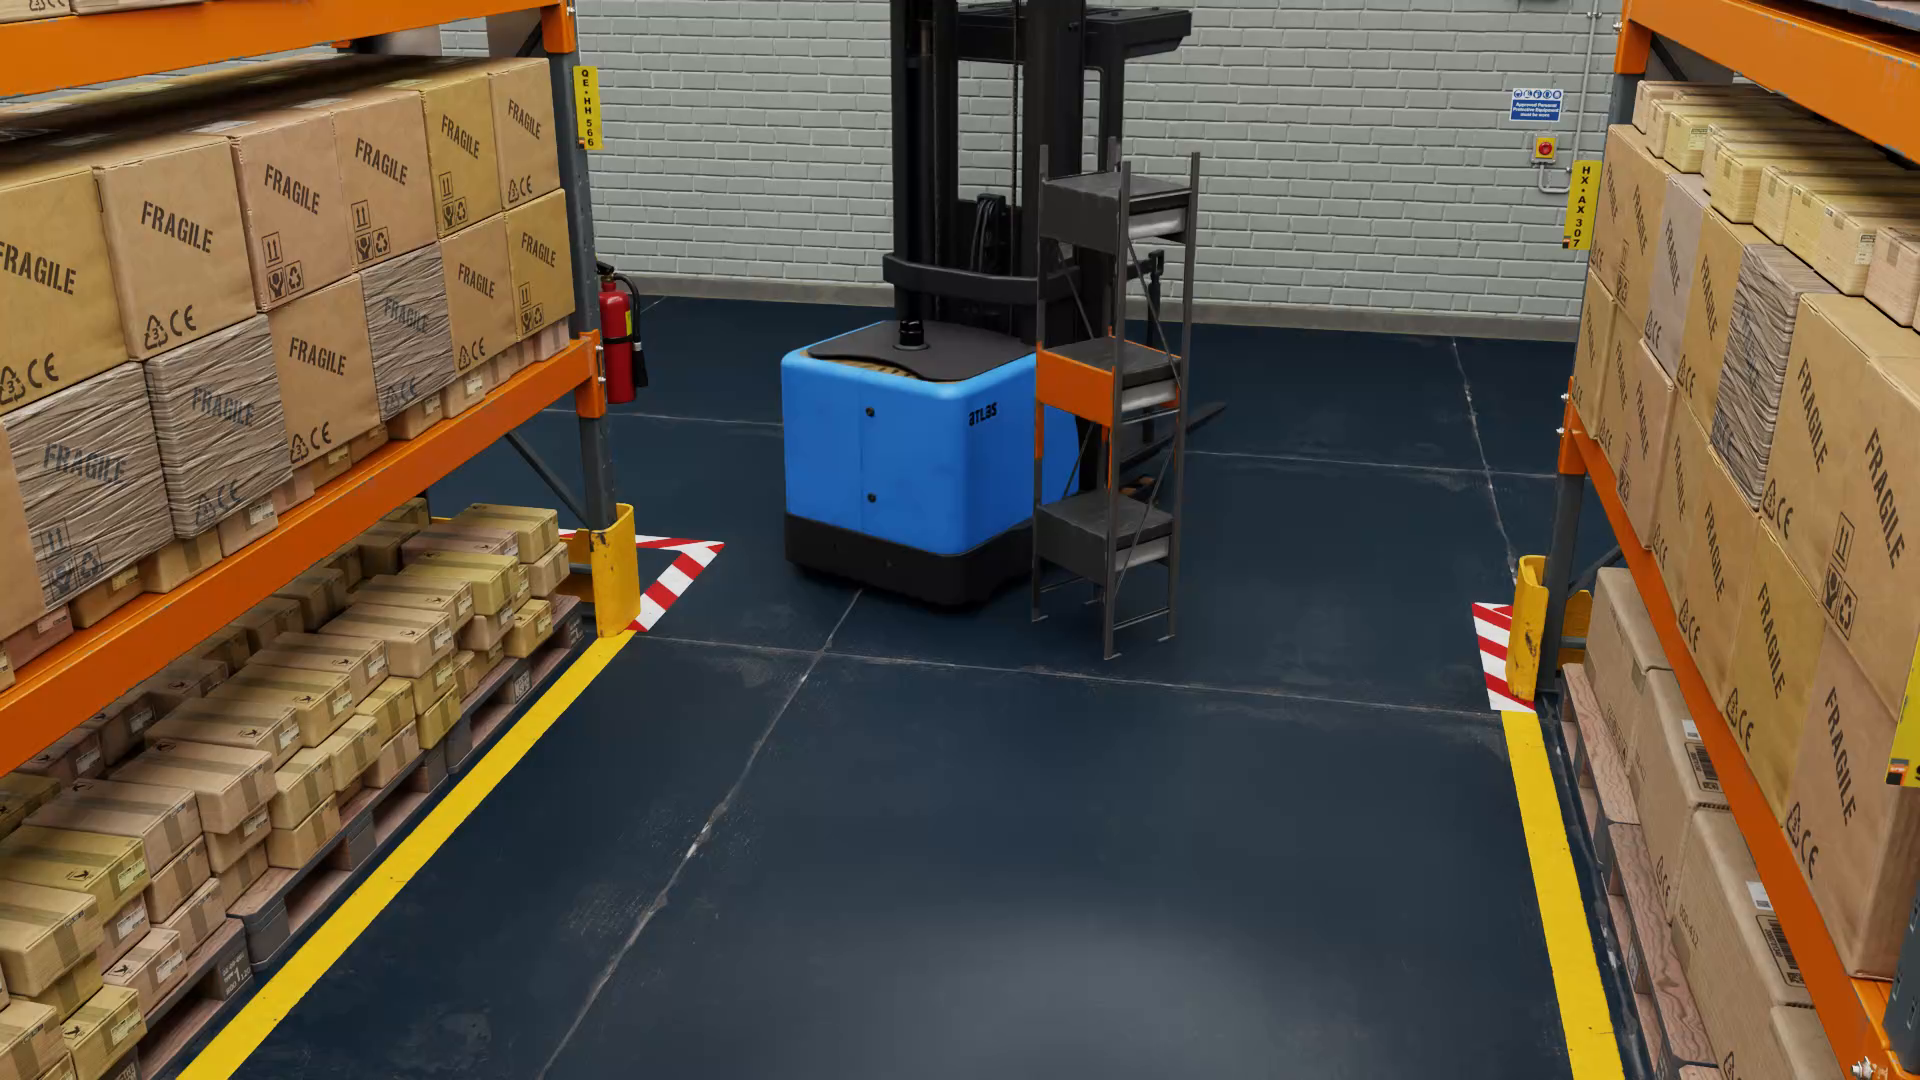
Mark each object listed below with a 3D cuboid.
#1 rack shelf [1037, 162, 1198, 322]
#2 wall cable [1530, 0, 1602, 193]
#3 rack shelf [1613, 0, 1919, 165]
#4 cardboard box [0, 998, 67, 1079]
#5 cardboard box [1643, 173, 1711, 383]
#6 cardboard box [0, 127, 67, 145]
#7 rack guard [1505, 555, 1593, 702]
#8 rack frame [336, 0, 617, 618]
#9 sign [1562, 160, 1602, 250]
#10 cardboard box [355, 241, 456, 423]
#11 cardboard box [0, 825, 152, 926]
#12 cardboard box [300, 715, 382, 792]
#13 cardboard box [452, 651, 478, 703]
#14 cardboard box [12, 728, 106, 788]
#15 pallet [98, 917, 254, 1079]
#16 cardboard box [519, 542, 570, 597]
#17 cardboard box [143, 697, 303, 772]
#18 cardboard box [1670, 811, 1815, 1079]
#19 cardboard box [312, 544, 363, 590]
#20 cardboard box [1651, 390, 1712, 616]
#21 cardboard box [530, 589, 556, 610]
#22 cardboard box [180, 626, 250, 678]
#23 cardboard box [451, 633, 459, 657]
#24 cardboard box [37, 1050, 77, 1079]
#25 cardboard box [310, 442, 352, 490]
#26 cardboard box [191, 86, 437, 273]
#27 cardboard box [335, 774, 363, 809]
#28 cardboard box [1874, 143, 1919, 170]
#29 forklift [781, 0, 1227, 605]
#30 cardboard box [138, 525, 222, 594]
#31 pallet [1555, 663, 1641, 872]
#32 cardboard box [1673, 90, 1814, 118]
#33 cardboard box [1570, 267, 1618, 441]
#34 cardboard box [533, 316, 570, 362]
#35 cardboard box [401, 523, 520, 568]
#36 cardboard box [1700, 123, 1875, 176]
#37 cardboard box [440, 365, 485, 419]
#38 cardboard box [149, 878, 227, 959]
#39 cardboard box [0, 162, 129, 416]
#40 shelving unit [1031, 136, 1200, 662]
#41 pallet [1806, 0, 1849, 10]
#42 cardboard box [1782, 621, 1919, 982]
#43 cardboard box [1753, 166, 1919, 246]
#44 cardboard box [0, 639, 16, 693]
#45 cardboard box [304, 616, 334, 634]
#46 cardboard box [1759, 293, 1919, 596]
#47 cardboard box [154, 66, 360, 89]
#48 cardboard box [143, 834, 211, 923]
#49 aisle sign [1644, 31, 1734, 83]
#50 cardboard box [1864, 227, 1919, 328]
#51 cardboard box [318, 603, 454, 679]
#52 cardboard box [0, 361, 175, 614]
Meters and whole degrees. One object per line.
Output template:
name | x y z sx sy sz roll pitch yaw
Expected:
rack shelf | 0.629 -1.212 6.715 0.431 0.518 0.480 -16 27 -34
wall cable | 3.967 -3.303 11.138 0.585 1.953 0.123 4 22 11
rack shelf | 2.431 -1.079 3.967 1.077 0.370 4.000 4 22 11
cardboard box | -2.456 1.251 4.089 0.380 0.149 0.250 5 23 13
cardboard box | 2.267 -0.731 4.682 0.500 0.500 0.500 4 22 11
cardboard box | -2.793 -0.847 4.571 0.500 0.500 0.500 5 22 12
rack guard | 2.844 0.397 6.697 1.175 0.500 0.348 4 22 11
rack frame | -2.027 -1.094 7.054 1.000 3.000 0.127 4 22 11
sign | 2.297 -1.236 6.143 0.100 0.325 0.005 4 22 11
cardboard box | -2.071 -0.720 5.594 0.500 0.500 0.500 5 22 11
cardboard box | -2.452 0.918 4.516 0.380 0.149 0.250 4 22 10
cardboard box | -2.152 0.687 5.490 0.380 0.149 0.250 5 22 11
cardboard box | -2.059 0.526 6.288 0.380 0.149 0.250 5 22 11
cardboard box | -2.874 0.688 5.088 0.380 0.149 0.250 3 22 8
pallet | -2.741 1.414 4.559 1.003 0.211 1.213 4 22 11
cardboard box | -1.855 0.111 6.919 0.380 0.149 0.250 4 22 9
cardboard box | -2.315 0.628 5.236 0.380 0.149 0.250 4 22 9
cardboard box | 2.439 1.154 4.339 0.875 0.438 0.875 4 22 9
cardboard box | -2.582 0.116 6.508 0.380 0.149 0.250 4 22 11
cardboard box | 2.177 -0.090 4.427 0.500 0.500 0.500 5 23 13
cardboard box | -1.930 0.242 6.991 0.380 0.149 0.250 5 22 12
cardboard box | -2.716 0.407 5.787 0.380 0.149 0.250 5 22 12
cardboard box | -2.115 0.391 6.222 0.380 0.149 0.250 4 22 10
cardboard box | -2.454 1.388 4.145 0.380 0.149 0.250 3 22 9
cardboard box | -2.204 -0.274 5.354 0.380 0.149 0.250 5 22 12
cardboard box | -2.078 -1.179 5.396 0.500 0.500 0.500 6 23 14
cardboard box | -2.251 0.809 5.584 0.380 0.149 0.250 5 22 12
cardboard box | 2.749 -1.043 4.588 0.380 0.149 0.250 4 22 10
forklift | 0.423 -1.560 8.303 1.130 2.935 3.031 15 26 32
cardboard box | -2.305 0.019 4.627 0.380 0.149 0.250 5 22 12
pallet | 2.753 0.839 5.989 1.003 0.211 1.213 4 22 11
cardboard box | 2.512 -1.354 5.361 0.380 0.149 0.250 5 22 12
cardboard box | 2.461 -0.646 5.808 0.500 0.500 0.500 4 22 10
cardboard box | -1.817 -0.836 6.751 0.380 0.149 0.250 4 22 11
cardboard box | -1.994 0.058 6.651 0.380 0.149 0.250 5 22 12
cardboard box | 2.309 -1.070 4.655 0.380 0.149 0.250 5 22 11
cardboard box | -1.970 -0.560 6.066 0.380 0.149 0.250 5 22 12
cardboard box | -2.397 1.099 4.863 0.380 0.149 0.250 4 22 10
cardboard box | -2.422 -0.616 3.998 0.500 0.500 0.500 4 22 9
shelving unit | 0.629 -0.575 6.971 0.431 2.100 0.503 -16 27 -34
pallet | 2.452 -1.384 3.878 1.003 0.211 1.213 4 22 11
cardboard box | 1.868 0.474 3.027 0.500 0.500 0.500 5 22 11
cardboard box | 2.133 -0.792 3.965 0.380 0.149 0.250 4 22 11
cardboard box | -2.485 0.307 3.912 0.380 0.149 0.250 5 22 12
cardboard box | -2.618 0.346 6.336 0.380 0.149 0.250 5 23 13
cardboard box | 1.961 -0.179 3.311 0.500 0.500 0.500 4 22 10
cardboard box | -2.475 -1.413 5.976 0.500 0.500 0.500 5 22 12
cardboard box | -2.420 0.961 4.808 0.380 0.149 0.250 3 22 8
aisle sign | 2.570 -2.008 5.843 0.394 0.787 0.004 4 22 11
cardboard box | 2.029 -0.511 3.266 0.380 0.149 0.250 4 22 10
cardboard box | -2.038 0.355 5.914 0.380 0.149 0.250 5 23 13
cardboard box | -2.401 -0.159 4.200 0.500 0.500 0.500 4 22 11
